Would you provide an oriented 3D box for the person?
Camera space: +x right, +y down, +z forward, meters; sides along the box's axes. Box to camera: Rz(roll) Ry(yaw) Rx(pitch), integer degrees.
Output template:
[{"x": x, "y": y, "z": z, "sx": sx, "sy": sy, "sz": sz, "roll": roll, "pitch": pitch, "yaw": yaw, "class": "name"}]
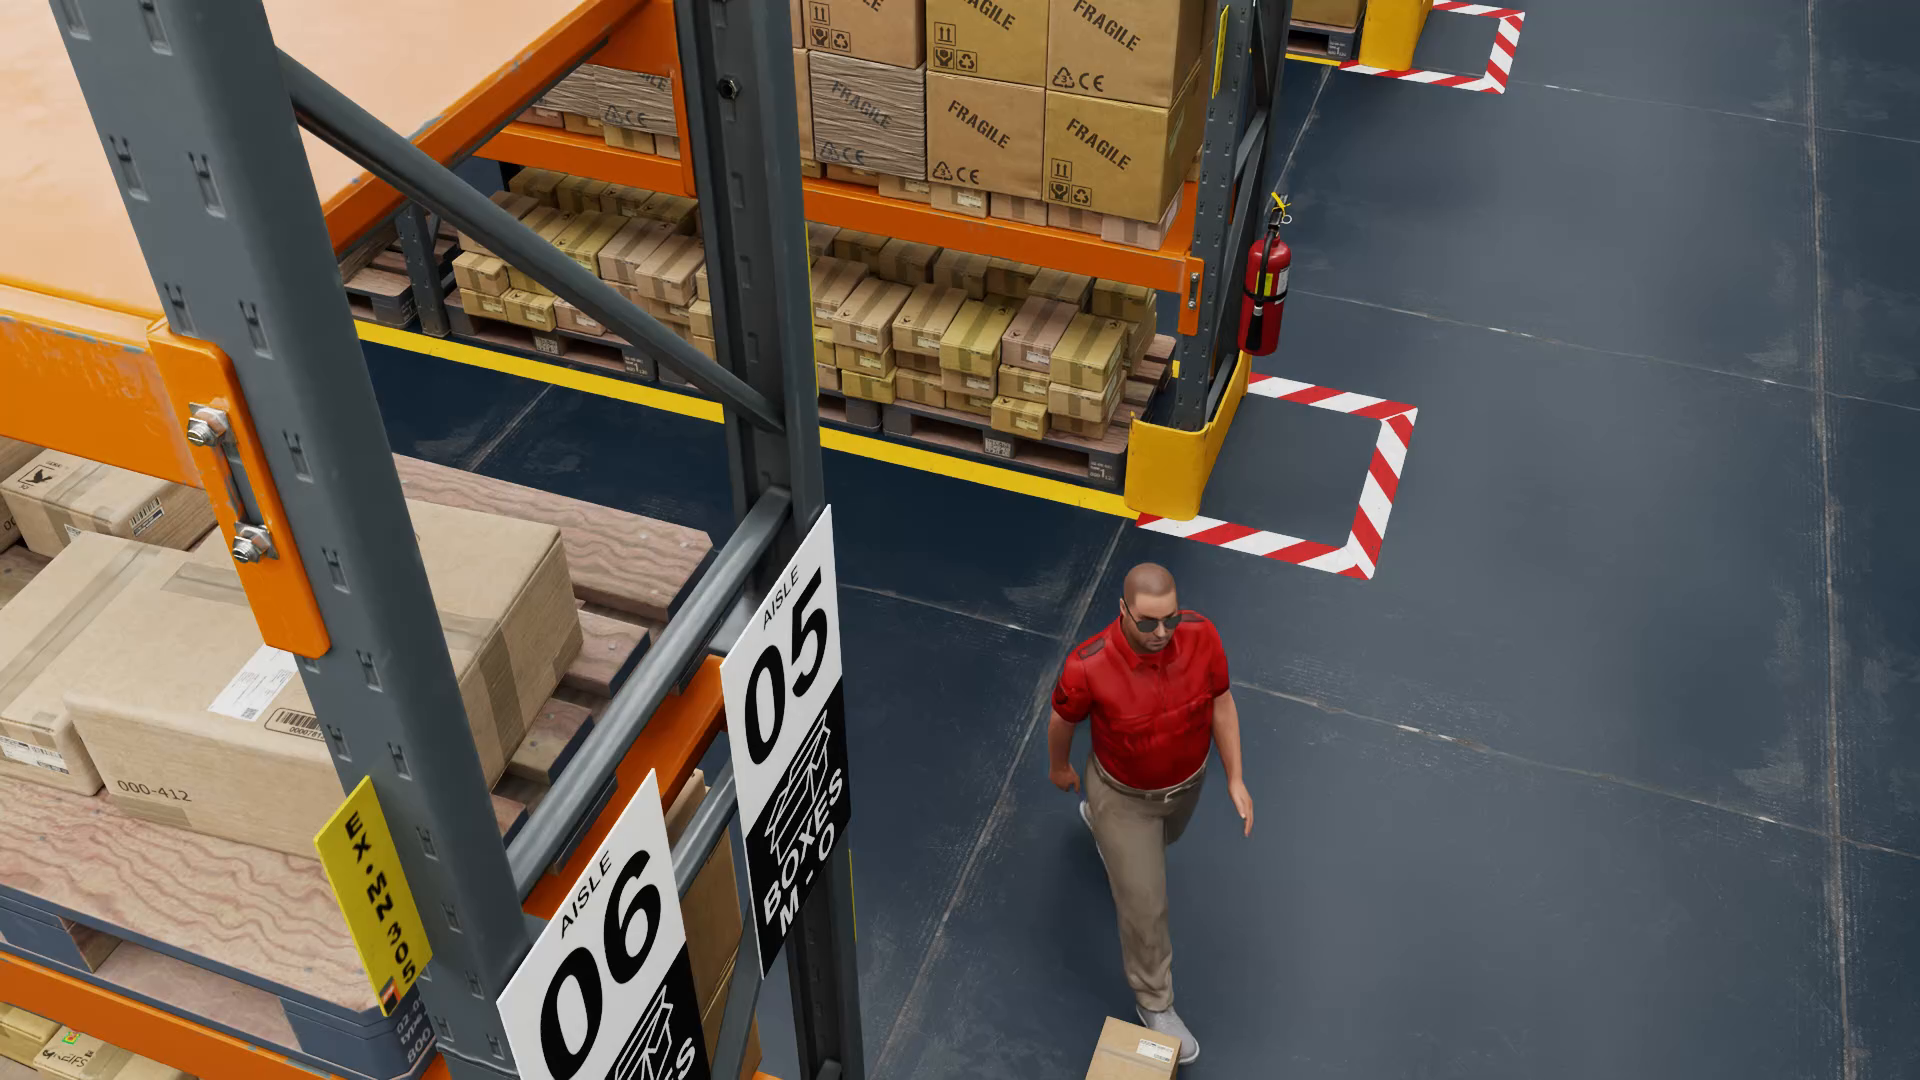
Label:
[{"x": 0.628, "y": 0.784, "z": 5.297, "sx": 0.542, "sy": 1.666, "sz": 1.056, "roll": -20, "pitch": 45, "yaw": -21, "class": "person"}]
